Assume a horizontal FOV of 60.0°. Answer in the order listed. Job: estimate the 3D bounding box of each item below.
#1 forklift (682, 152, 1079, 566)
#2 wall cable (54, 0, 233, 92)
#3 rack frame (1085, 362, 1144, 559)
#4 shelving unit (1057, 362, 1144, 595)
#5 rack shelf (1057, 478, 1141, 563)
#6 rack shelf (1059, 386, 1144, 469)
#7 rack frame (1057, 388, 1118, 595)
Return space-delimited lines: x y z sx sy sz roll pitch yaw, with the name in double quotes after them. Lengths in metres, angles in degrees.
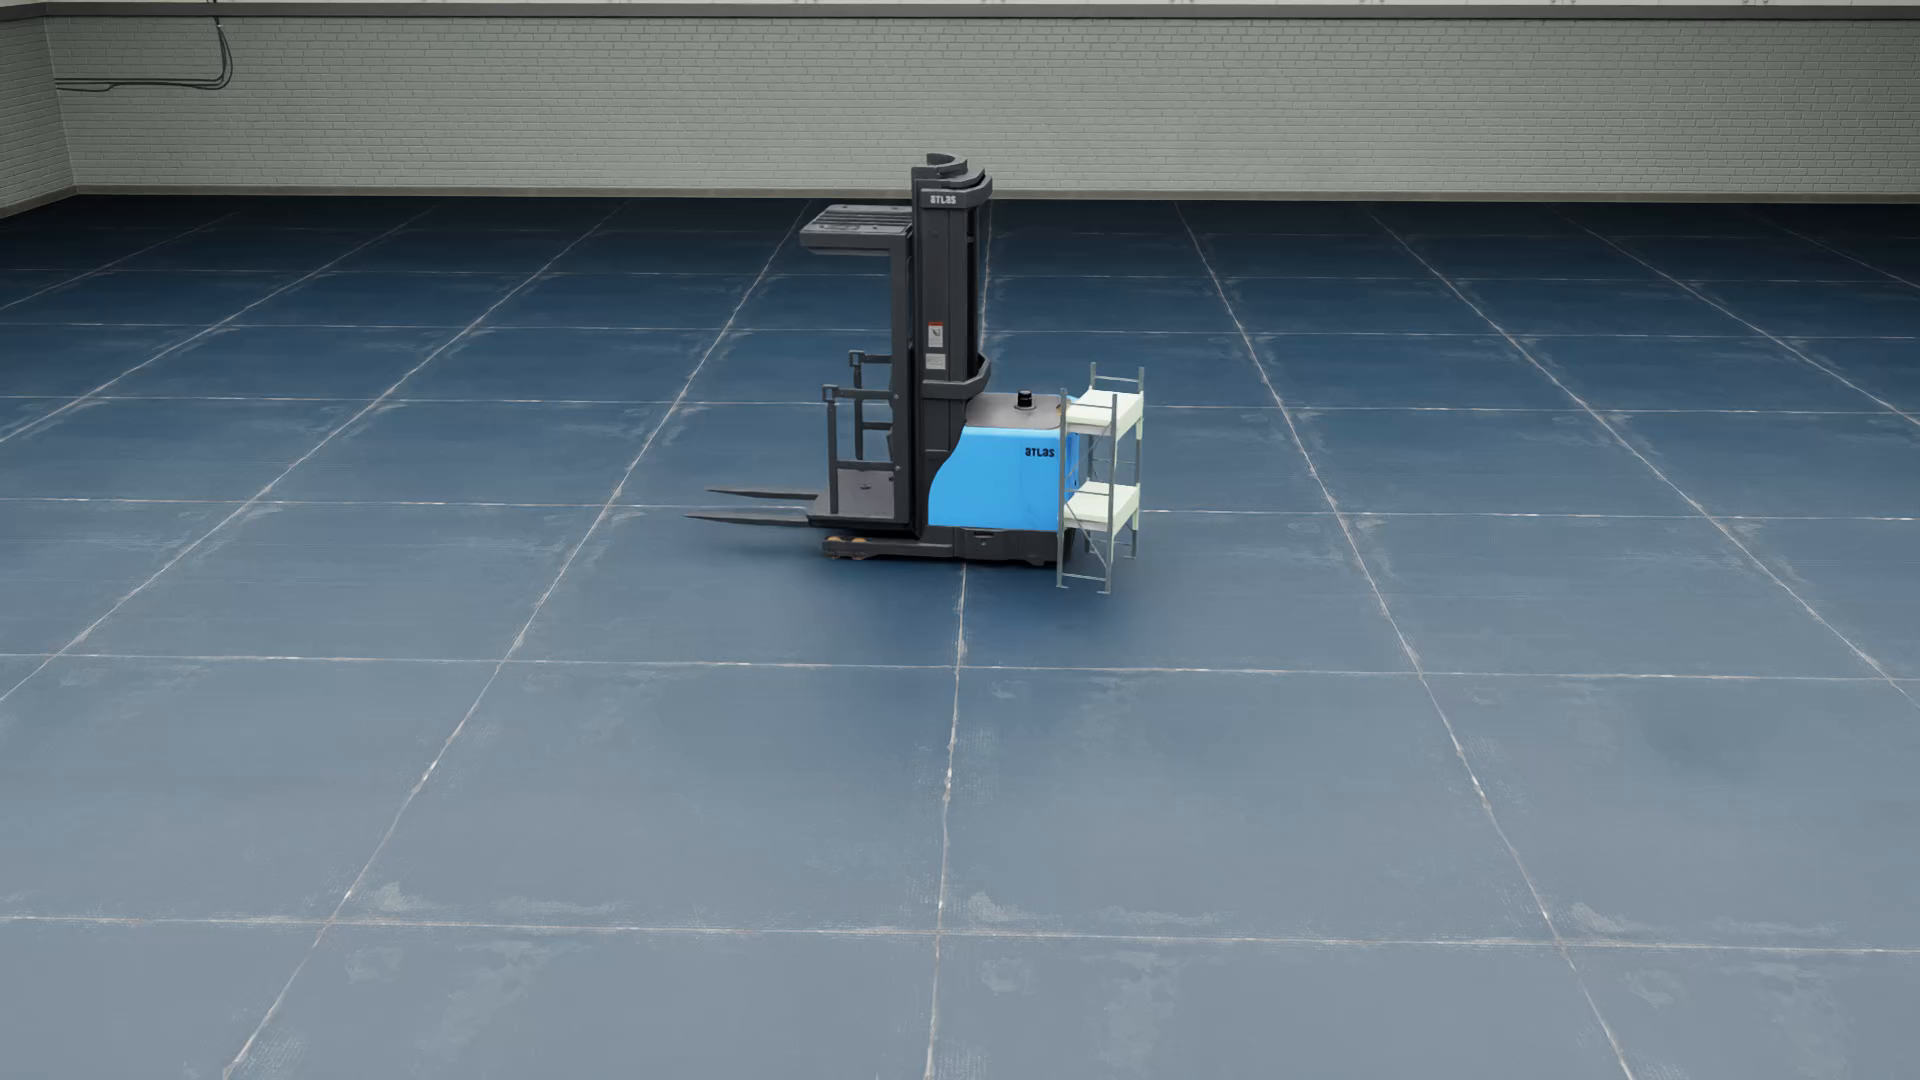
-0.617 -1.397 12.577 3.031 2.935 1.130 3 21 7 "forklift"
-13.454 -8.559 26.940 3.097 2.526 0.112 1 21 2 "wall cable"
1.154 -0.582 12.456 0.400 1.500 0.023 8 23 19 "rack frame"
1.026 -0.458 12.136 0.431 1.500 0.755 8 23 19 "shelving unit"
1.026 -0.154 12.254 0.431 0.370 0.720 8 23 19 "rack shelf"
1.026 -0.822 11.995 0.431 0.370 0.720 8 23 19 "rack shelf"
0.898 -0.334 11.816 0.400 1.500 0.023 8 23 19 "rack frame"
